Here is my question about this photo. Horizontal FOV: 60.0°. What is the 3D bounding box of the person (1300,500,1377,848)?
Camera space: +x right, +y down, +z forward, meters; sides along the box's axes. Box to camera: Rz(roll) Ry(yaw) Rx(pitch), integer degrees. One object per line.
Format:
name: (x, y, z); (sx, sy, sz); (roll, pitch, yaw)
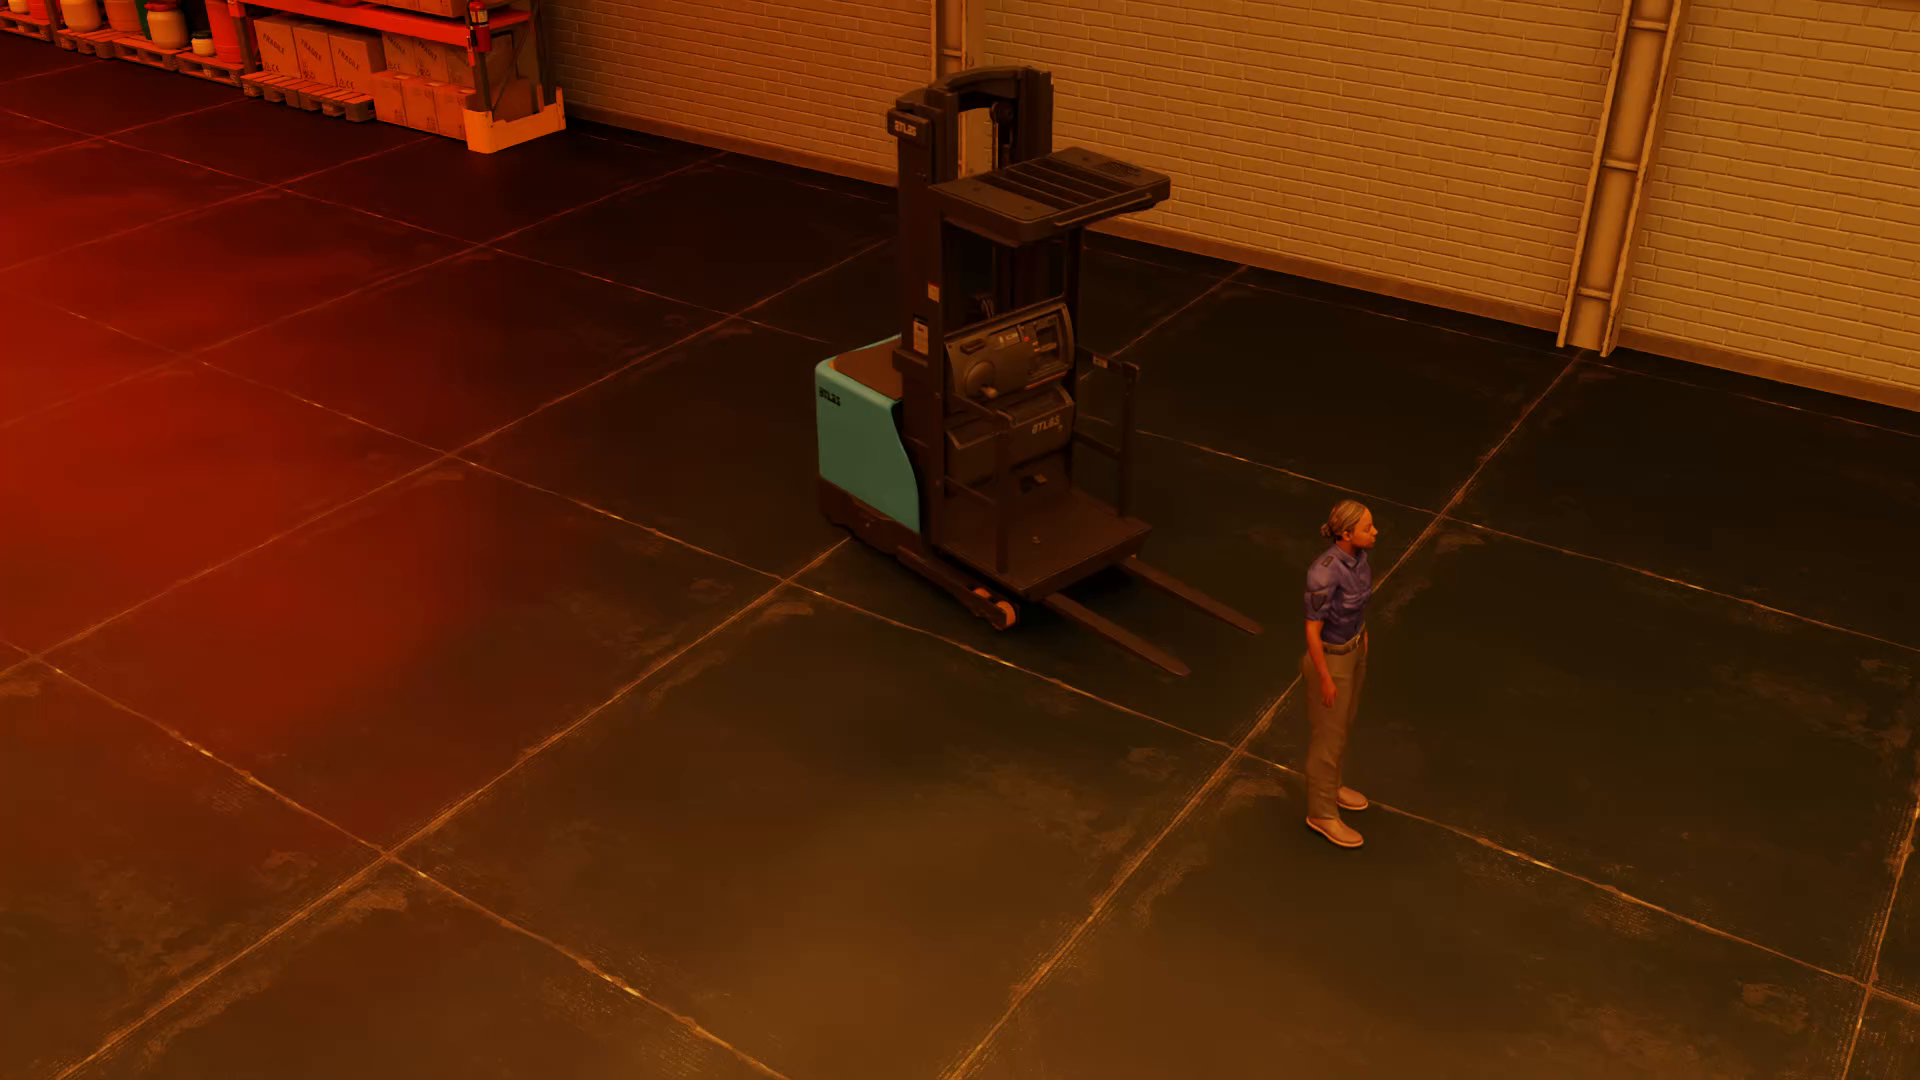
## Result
person: (1.840, 0.598, 7.819); (0.487, 1.661, 0.554); (18, 35, 28)

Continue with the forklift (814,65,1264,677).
forklift: (0.433, -1.035, 9.364); (1.130, 2.935, 3.031); (-24, 38, -35)
